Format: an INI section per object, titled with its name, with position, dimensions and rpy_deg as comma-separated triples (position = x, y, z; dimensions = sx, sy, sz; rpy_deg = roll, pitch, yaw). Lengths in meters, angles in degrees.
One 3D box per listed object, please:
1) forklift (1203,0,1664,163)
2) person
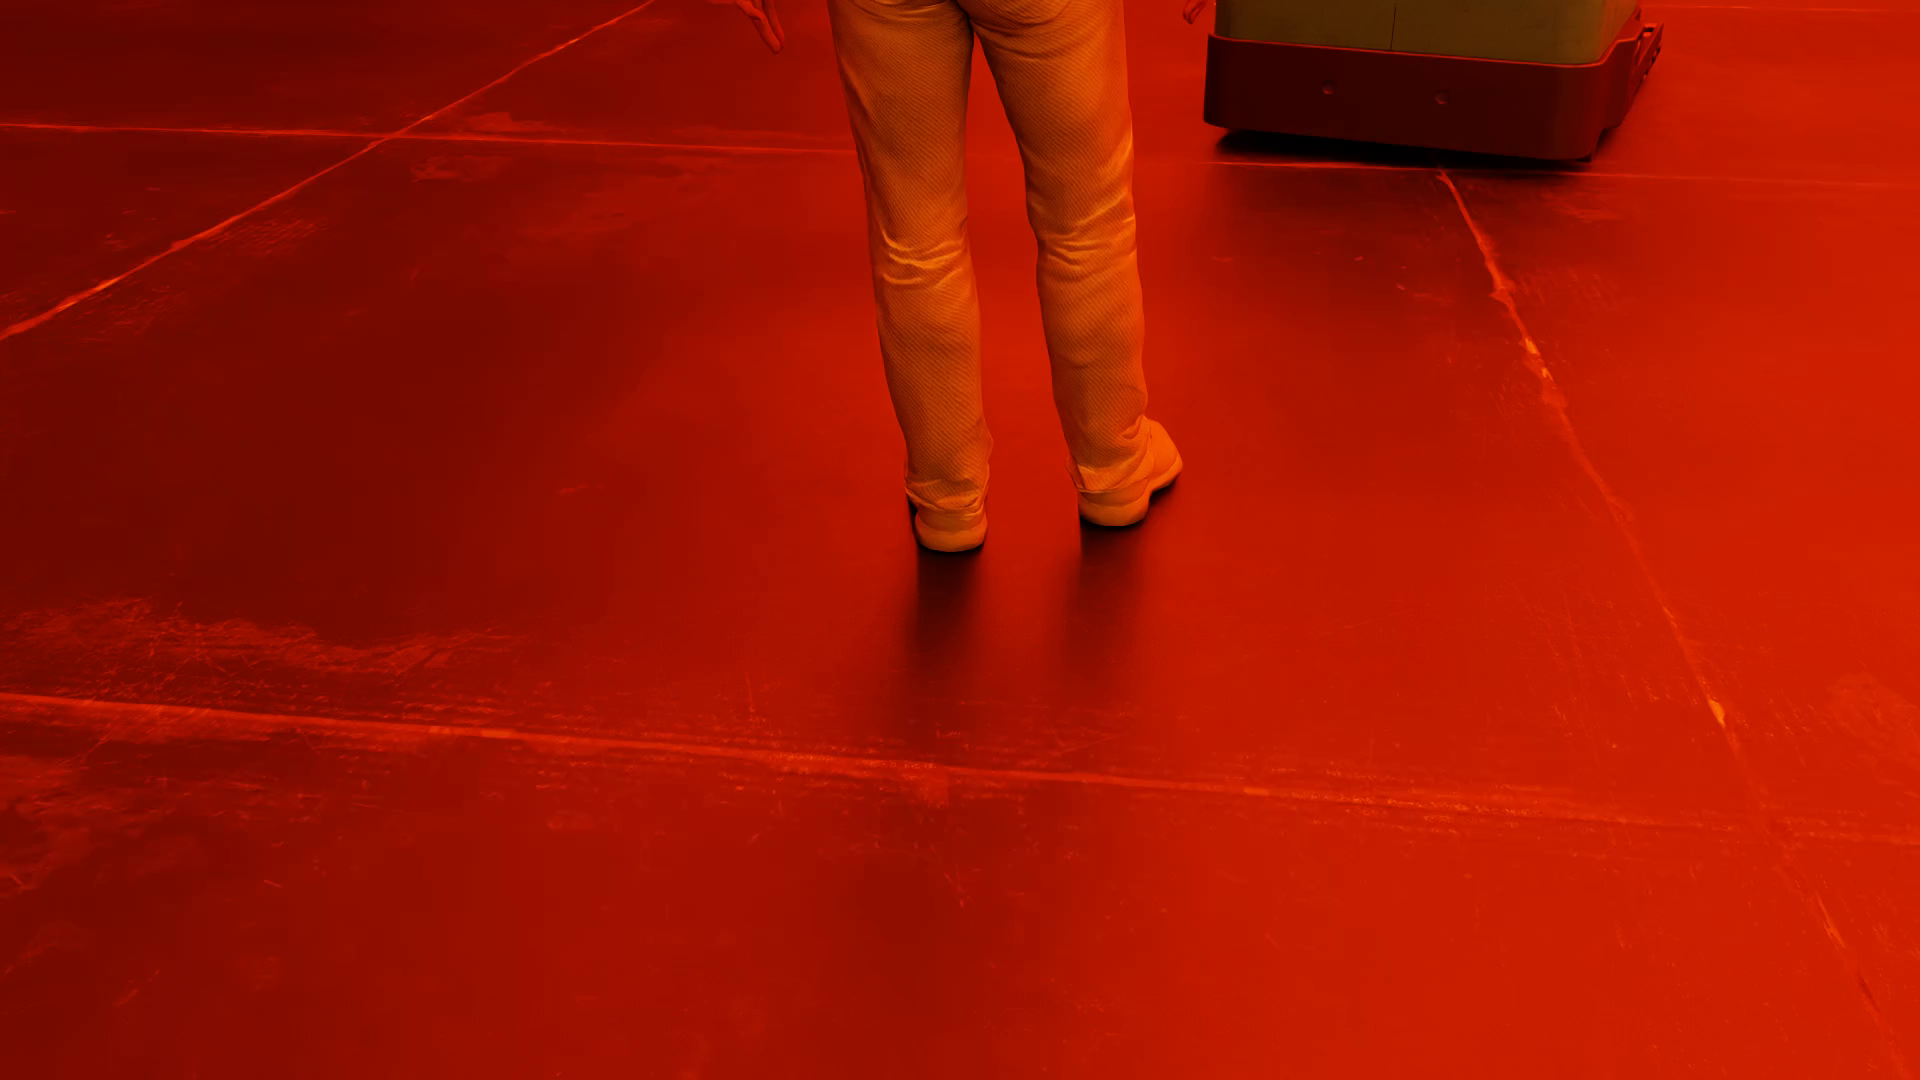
[forklift]
position = 1.781, -2.926, 5.083
dimensions = 1.130, 2.935, 3.031
rpy_deg = 12, 29, 23
[person]
position = 0.015, -0.827, 2.163
dimensions = 0.665, 1.765, 0.577
rpy_deg = 3, 27, 7
